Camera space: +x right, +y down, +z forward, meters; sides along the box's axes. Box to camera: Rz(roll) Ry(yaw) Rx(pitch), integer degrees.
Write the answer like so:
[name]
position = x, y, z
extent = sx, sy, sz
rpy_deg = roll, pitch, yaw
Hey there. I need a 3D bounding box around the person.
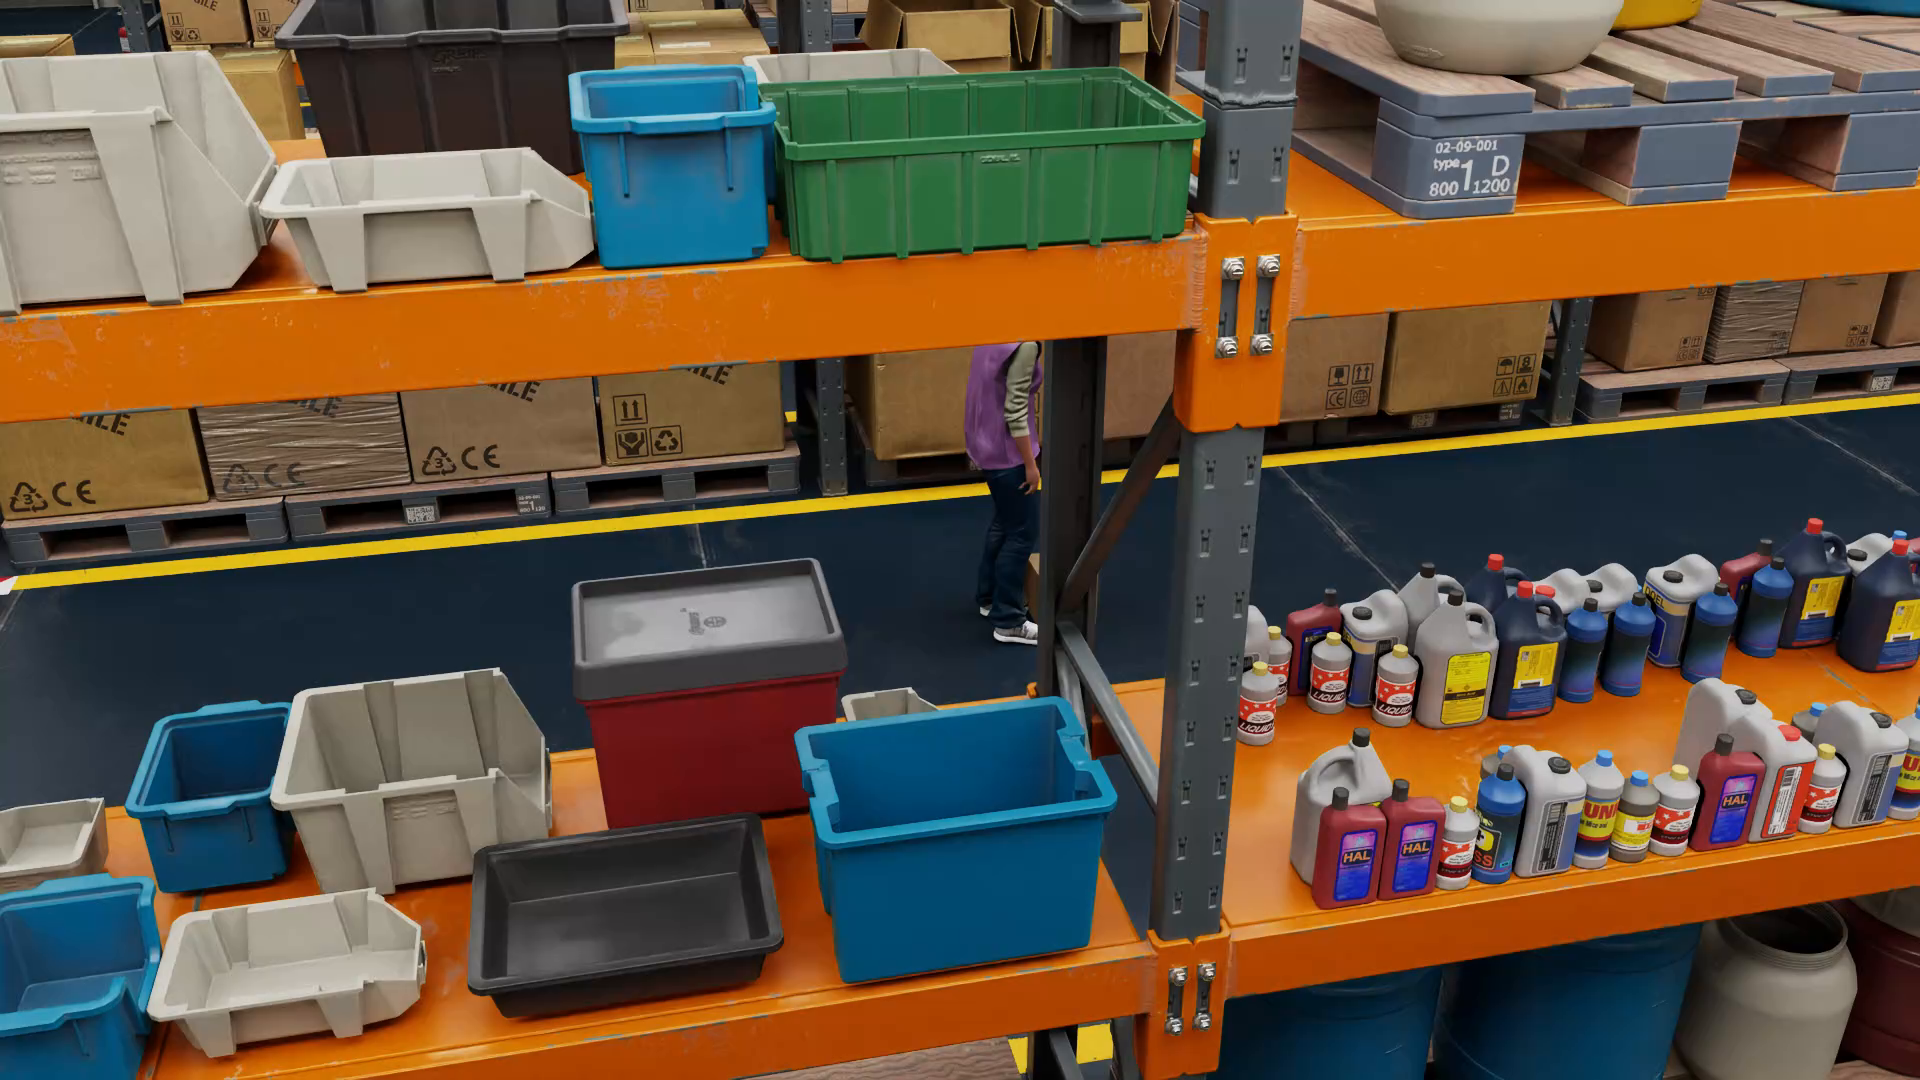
[person]
position = 0.204, -0.355, 6.822
extent = 0.345, 1.592, 0.478
rpy_deg = -8, 28, -15
